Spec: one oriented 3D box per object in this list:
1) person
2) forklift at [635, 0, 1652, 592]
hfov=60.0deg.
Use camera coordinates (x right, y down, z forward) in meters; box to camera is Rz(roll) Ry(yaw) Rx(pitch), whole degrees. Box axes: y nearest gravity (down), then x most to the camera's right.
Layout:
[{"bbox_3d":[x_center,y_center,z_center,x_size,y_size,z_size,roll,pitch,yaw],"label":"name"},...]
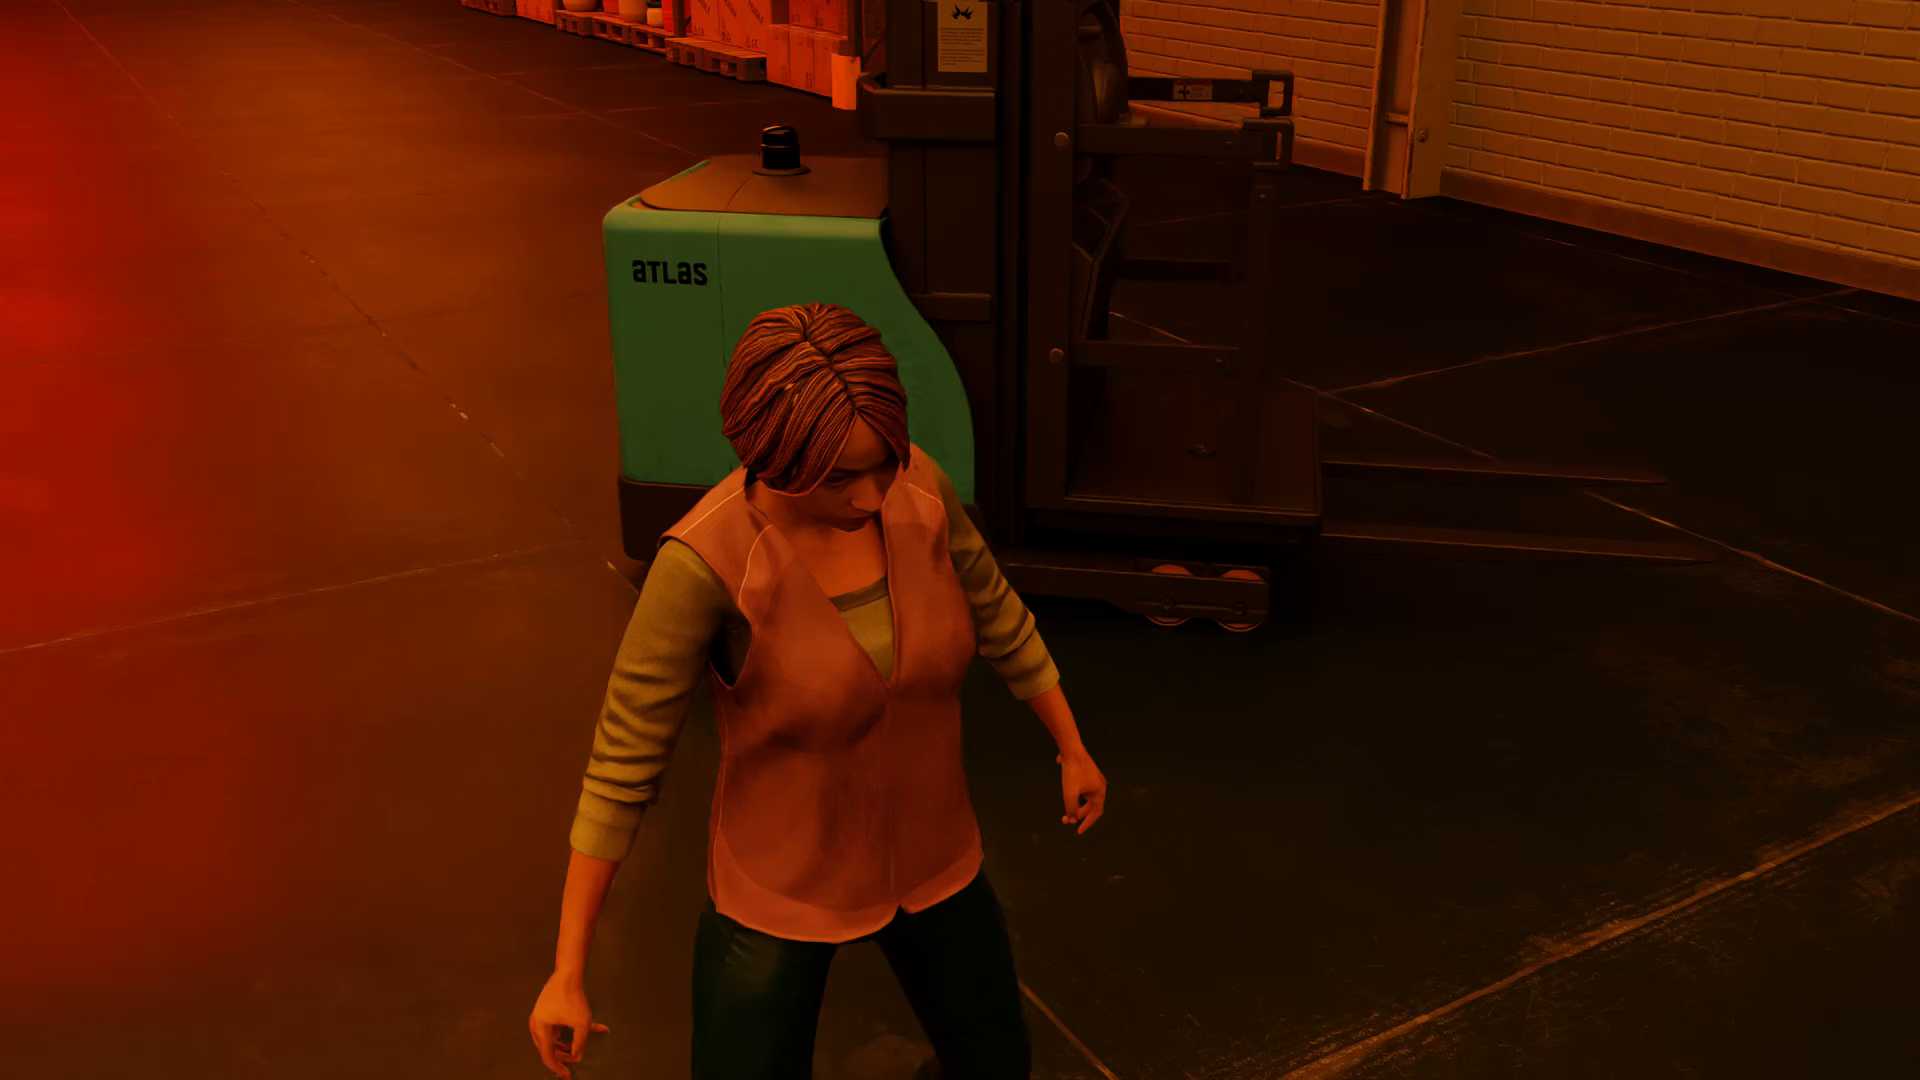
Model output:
[{"bbox_3d":[-0.225,0.443,2.023,0.750,1.552,0.337,-15,27,-33],"label":"person"},{"bbox_3d":[0.580,-1.408,4.704,3.031,2.935,1.130,-4,23,-9],"label":"forklift"}]
